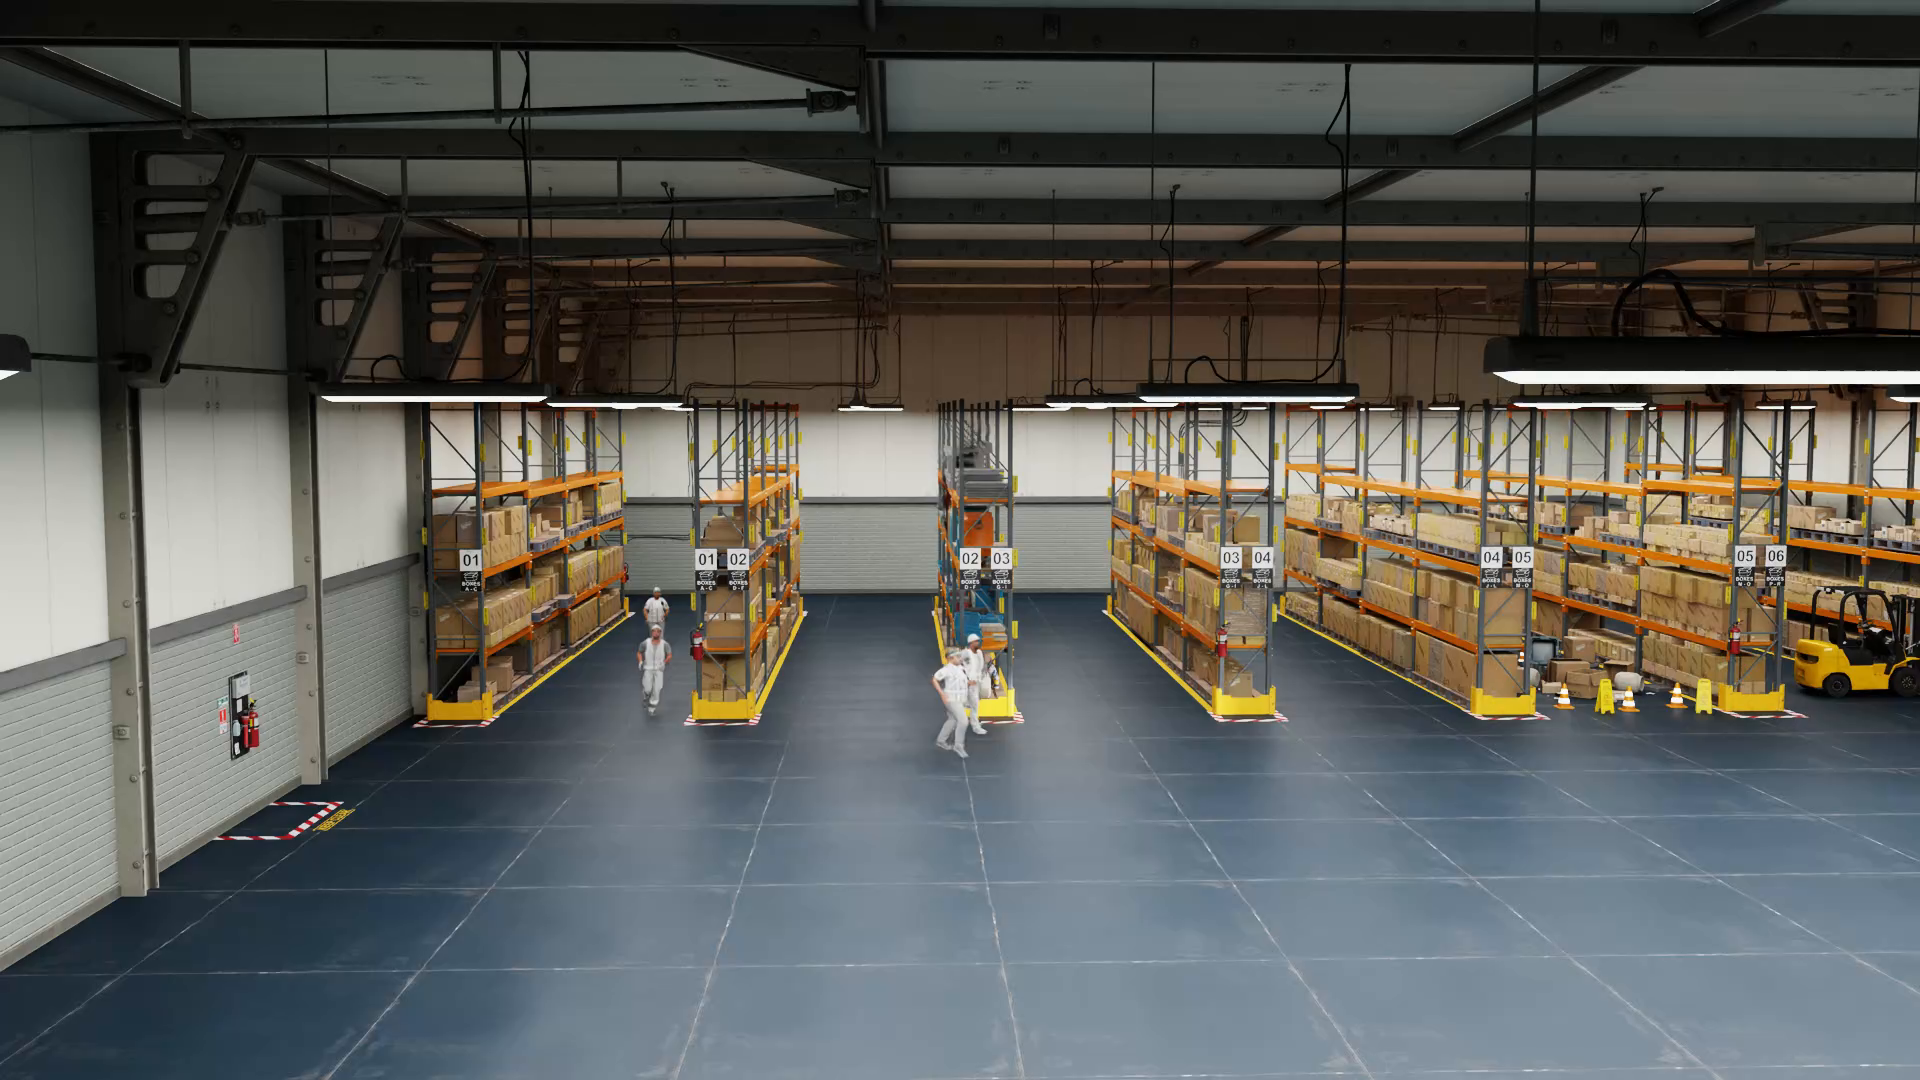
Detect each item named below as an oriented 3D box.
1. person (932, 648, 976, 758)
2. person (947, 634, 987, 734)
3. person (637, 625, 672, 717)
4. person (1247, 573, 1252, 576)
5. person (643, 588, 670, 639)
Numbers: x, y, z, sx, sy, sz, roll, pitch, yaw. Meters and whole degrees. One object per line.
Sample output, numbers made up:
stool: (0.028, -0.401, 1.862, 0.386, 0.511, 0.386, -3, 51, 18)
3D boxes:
person: (-0.085, 2.729, 27.917, 0.781, 1.856, 0.637, 2, 5, 23)
person: (0.179, 2.579, 30.093, 0.901, 1.774, 0.721, 3, 5, 34)
person: (-5.787, 2.471, 31.557, 0.648, 1.731, 0.527, -1, 4, -13)
person: (8.640, 1.282, 48.561, 0.650, 1.533, 0.676, -3, 5, -36)
person: (-7.167, 1.938, 39.328, 0.607, 1.602, 0.551, -1, 5, -15)
